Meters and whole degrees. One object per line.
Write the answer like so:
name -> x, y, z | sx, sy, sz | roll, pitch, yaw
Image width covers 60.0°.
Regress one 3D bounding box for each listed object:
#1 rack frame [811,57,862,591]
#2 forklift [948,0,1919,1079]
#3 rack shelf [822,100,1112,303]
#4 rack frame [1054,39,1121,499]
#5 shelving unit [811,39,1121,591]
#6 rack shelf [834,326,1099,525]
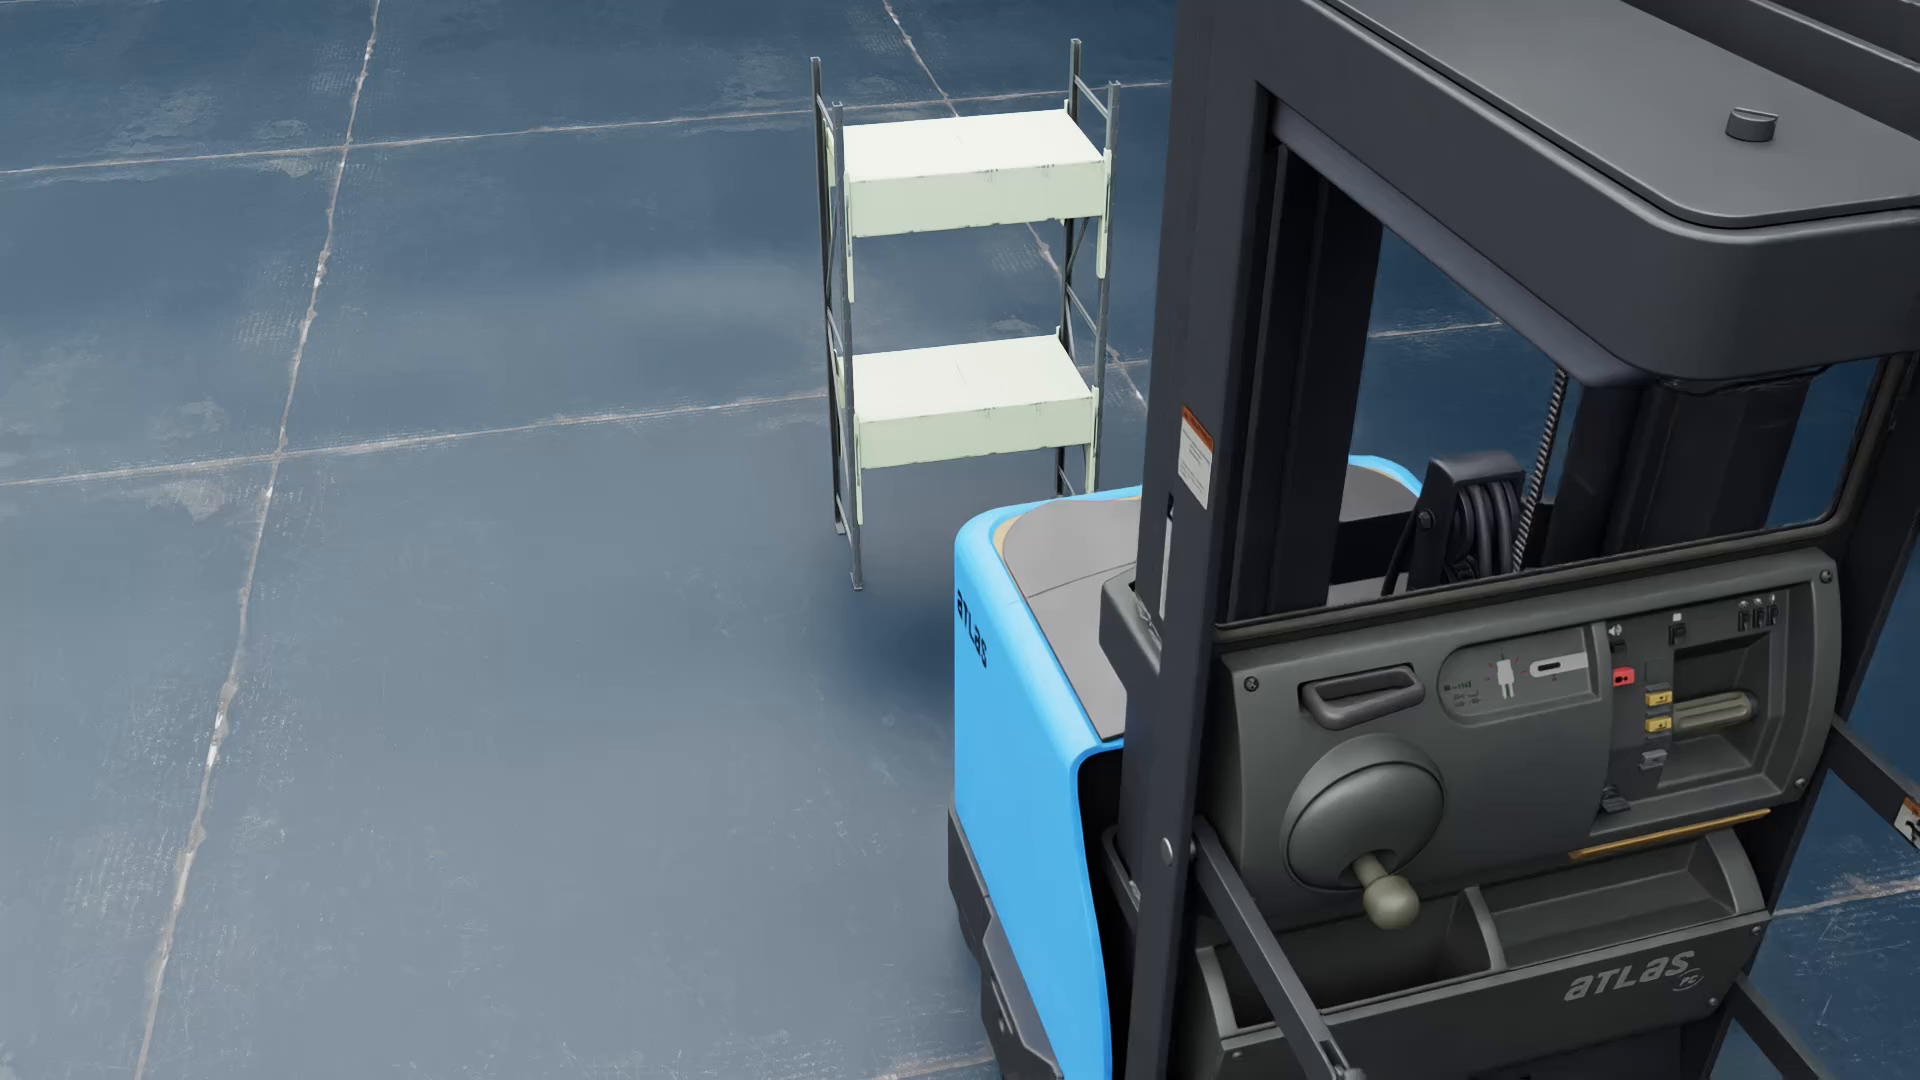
rack frame -> -0.350, -0.579, 4.766 | 0.023, 1.500, 0.400 | -7, 35, -11
forklift -> 0.867, 0.333, 2.123 | 1.130, 2.935, 3.031 | -9, 35, -13
rack shelf -> 0.007, -0.948, 4.616 | 0.720, 0.370, 0.431 | -7, 35, -11
rack frame -> 0.363, -0.669, 4.900 | 0.023, 1.500, 0.400 | -7, 35, -11
shelving unit -> 0.007, -0.624, 4.833 | 0.755, 1.500, 0.431 | -7, 35, -11
rack shelf -> 0.007, -0.353, 5.015 | 0.720, 0.370, 0.431 | -7, 35, -11
